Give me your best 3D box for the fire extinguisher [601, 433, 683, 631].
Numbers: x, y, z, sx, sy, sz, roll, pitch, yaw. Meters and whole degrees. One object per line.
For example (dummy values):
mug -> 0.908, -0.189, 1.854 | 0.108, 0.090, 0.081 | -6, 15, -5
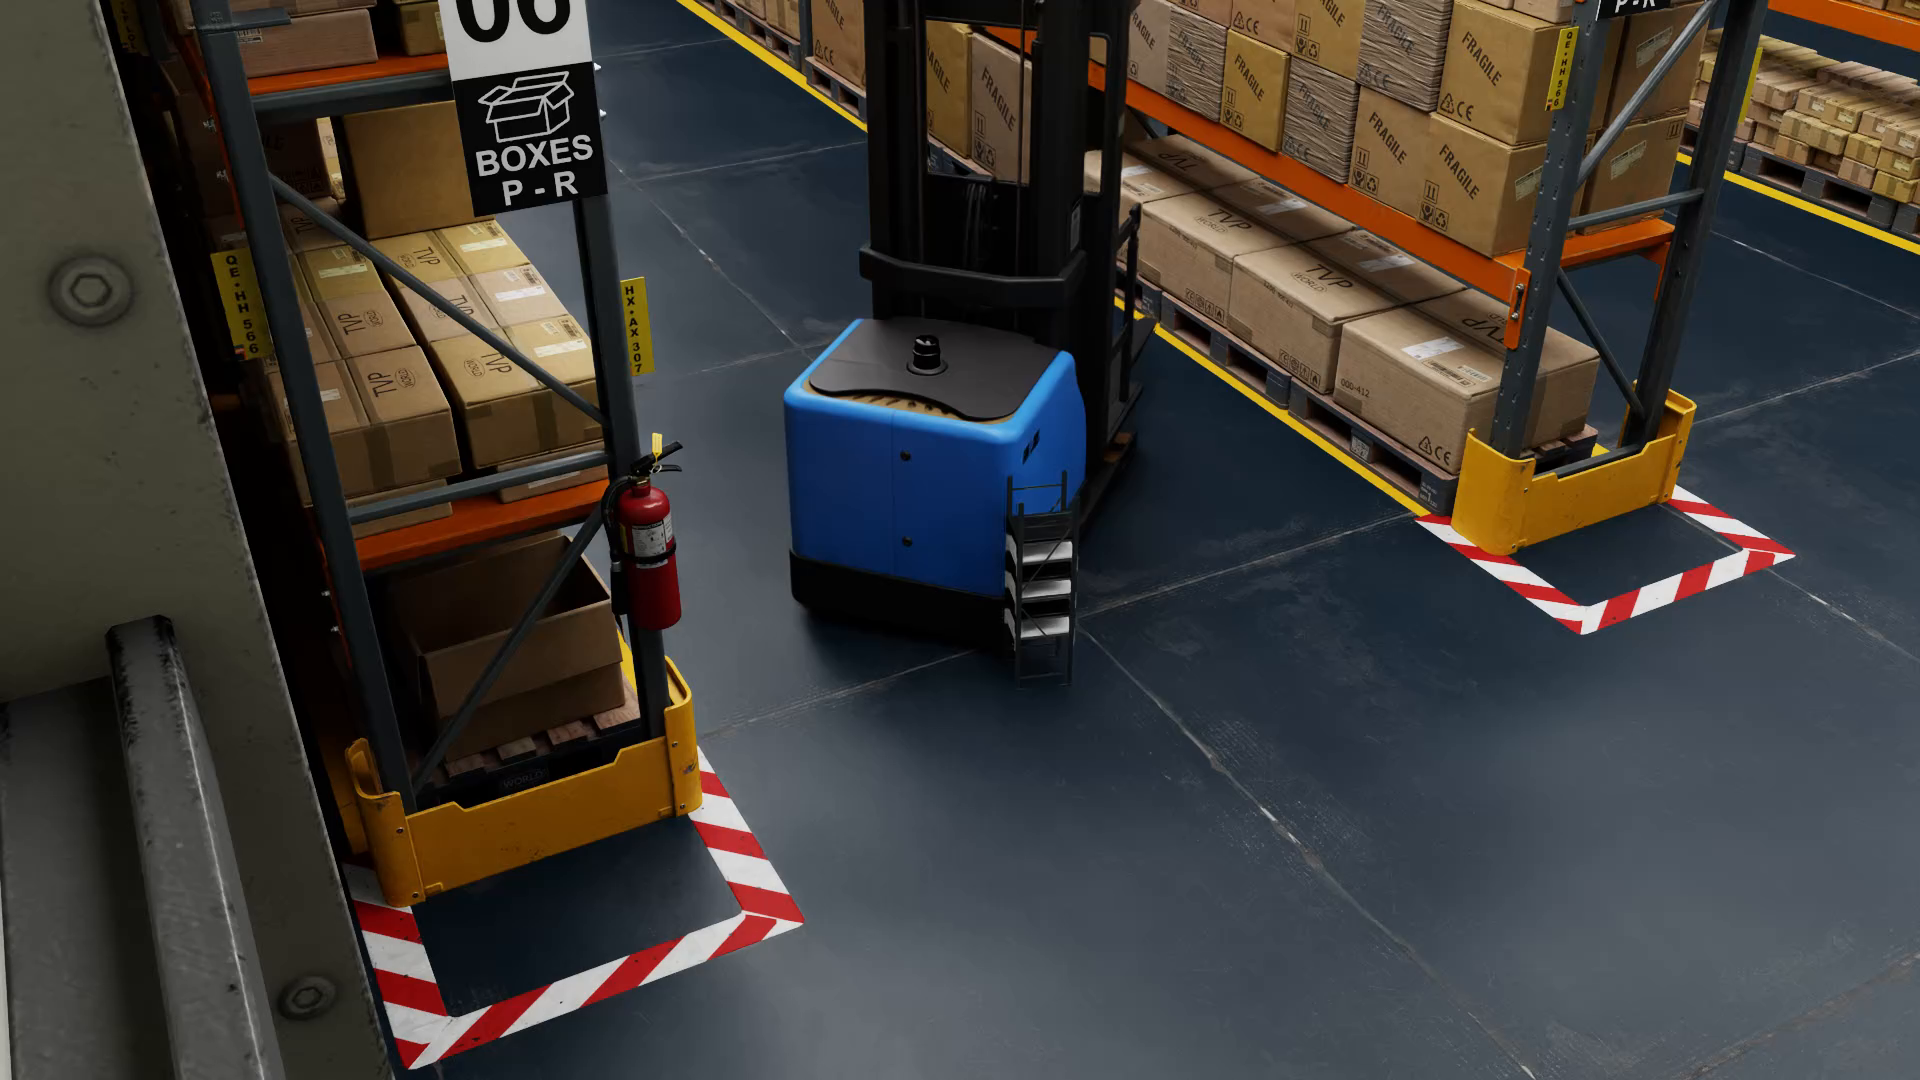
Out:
fire extinguisher -> -1.026, -0.022, 5.441 | 0.296, 0.674, 0.183 | -16, 36, -23

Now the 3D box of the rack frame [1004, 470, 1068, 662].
rack frame -> 0.303, 0.118, 6.751 | 0.240, 0.900, 0.006 | -6, 33, -9

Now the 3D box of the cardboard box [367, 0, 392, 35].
cardboard box -> -1.592, -1.652, 5.020 | 0.380, 0.149, 0.250 | -15, 36, -22

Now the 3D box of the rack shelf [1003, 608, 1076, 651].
rack shelf -> 0.322, 0.352, 6.782 | 0.258, 0.077, 0.200 | -6, 33, -9

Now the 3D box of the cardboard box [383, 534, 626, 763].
cardboard box -> -1.705, 0.393, 6.301 | 0.797, 0.503, 0.637 | -17, 37, -25

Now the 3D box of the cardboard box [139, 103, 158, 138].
cardboard box -> -4.935, -2.669, 10.481 | 0.380, 0.149, 0.250 | -18, 37, -25

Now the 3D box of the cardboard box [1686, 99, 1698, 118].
cardboard box -> 5.362, -3.213, 12.258 | 0.380, 0.149, 0.250 | -15, 35, -22

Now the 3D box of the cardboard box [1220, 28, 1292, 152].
cardboard box -> 1.705, -2.351, 8.566 | 0.500, 0.500, 0.500 | -15, 35, -22

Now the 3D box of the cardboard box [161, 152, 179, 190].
cardboard box -> -4.437, -2.182, 9.722 | 0.380, 0.149, 0.250 | -15, 36, -22

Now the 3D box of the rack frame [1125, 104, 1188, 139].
rack frame -> 1.021, -3.325, 10.179 | 1.000, 3.000, 0.127 | -16, 36, -23

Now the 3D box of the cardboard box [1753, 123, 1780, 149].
cardboard box -> 5.843, -2.879, 11.737 | 0.380, 0.149, 0.250 | -17, 37, -25

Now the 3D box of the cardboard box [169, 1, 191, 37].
cardboard box -> -2.175, -1.644, 5.007 | 0.380, 0.149, 0.250 | -15, 36, -22

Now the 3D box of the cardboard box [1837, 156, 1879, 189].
cardboard box -> 6.120, -2.485, 11.122 | 0.380, 0.149, 0.250 | -15, 36, -22

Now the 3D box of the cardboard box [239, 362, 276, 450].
cardboard box -> -3.270, -0.745, 8.255 | 0.500, 0.311, 0.500 | -15, 35, -21

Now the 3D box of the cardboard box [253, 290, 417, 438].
cardboard box -> -2.192, -0.627, 5.831 | 0.500, 0.250, 0.500 | -16, 36, -23

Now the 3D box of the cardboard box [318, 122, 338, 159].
cardboard box -> -2.669, -1.720, 7.537 | 0.500, 0.250, 0.500 | -16, 36, -23

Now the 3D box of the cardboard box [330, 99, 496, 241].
cardboard box -> -2.177, -1.544, 6.567 | 0.500, 0.500, 0.500 | -15, 36, -22

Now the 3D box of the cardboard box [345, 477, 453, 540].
cardboard box -> -1.896, -0.151, 5.457 | 0.380, 0.149, 0.250 | -16, 36, -24

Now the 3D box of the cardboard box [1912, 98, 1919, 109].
cardboard box -> 6.643, -2.895, 11.209 | 0.380, 0.149, 0.250 | -15, 36, -22

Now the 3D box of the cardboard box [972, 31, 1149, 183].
cardboard box -> 0.661, -2.883, 11.069 | 0.875, 0.875, 0.875 | -15, 35, -22

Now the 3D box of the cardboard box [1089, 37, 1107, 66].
cardboard box -> 1.008, -3.077, 9.700 | 0.500, 0.500, 0.500 | -15, 35, -22

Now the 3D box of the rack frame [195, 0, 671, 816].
rack frame -> -1.504, -0.166, 5.248 | 1.000, 3.000, 0.127 | -16, 36, -23

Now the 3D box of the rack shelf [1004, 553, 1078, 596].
rack shelf -> 0.322, 0.125, 6.636 | 0.258, 0.077, 0.200 | -6, 33, -9

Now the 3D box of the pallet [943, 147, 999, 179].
pallet -> 0.594, -2.500, 11.476 | 1.003, 0.211, 1.213 | -16, 36, -23

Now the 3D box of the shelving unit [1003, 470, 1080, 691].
shelving unit -> 0.322, 0.172, 6.667 | 0.258, 0.900, 0.210 | -6, 33, -9

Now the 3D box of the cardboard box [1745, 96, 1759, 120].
cardboard box -> 5.705, -3.131, 11.855 | 0.380, 0.149, 0.250 | -18, 37, -25

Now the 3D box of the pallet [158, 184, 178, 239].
pallet -> -4.919, -2.444, 11.388 | 1.003, 0.211, 1.213 | -16, 36, -23

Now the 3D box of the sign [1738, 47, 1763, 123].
sign -> 3.379, -1.951, 7.158 | 0.100, 0.325, 0.005 | -16, 36, -23

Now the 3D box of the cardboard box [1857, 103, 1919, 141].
cardboard box -> 6.183, -2.759, 10.997 | 0.380, 0.149, 0.250 | -17, 36, -25

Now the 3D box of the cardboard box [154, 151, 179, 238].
cardboard box -> -4.576, -2.102, 10.198 | 0.500, 0.500, 0.500 | -17, 36, -25

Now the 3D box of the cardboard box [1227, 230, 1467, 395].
cardboard box -> 2.055, -1.238, 8.908 | 0.875, 0.438, 0.875 | -15, 36, -22

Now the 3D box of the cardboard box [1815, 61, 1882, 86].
cardboard box -> 6.285, -3.262, 11.783 | 0.380, 0.149, 0.250 | -18, 37, -25

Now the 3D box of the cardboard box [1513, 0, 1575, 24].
cardboard box -> 2.541, -2.273, 6.916 | 0.380, 0.149, 0.250 | -15, 36, -22

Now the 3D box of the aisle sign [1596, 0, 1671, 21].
aisle sign -> 2.645, -2.398, 6.323 | 0.394, 0.787, 0.004 | -16, 36, -23

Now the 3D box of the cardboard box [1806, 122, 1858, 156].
cardboard box -> 5.966, -2.734, 11.234 | 0.380, 0.149, 0.250 | -15, 36, -23

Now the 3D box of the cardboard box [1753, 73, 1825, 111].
cardboard box -> 5.756, -3.113, 11.550 | 0.380, 0.149, 0.250 | -15, 36, -22

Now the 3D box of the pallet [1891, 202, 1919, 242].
pallet -> 6.835, -1.968, 10.646 | 1.003, 0.211, 1.213 | -16, 36, -23

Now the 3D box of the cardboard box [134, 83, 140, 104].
cardboard box -> -5.285, -2.836, 11.344 | 0.500, 0.500, 0.500 | -15, 35, -21

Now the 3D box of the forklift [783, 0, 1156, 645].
forklift -> 0.252, -1.580, 7.519 | 1.130, 2.935, 3.031 | 11, 34, 17

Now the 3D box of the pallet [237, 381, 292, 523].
pallet -> -3.049, -0.572, 8.468 | 1.003, 0.211, 1.213 | -16, 36, -23

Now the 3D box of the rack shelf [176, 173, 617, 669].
rack shelf -> -2.436, -0.817, 6.932 | 1.077, 0.370, 4.000 | -16, 36, -23

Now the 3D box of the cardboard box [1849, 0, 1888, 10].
cardboard box -> 6.018, -3.562, 10.782 | 0.380, 0.149, 0.250 | -14, 35, -21

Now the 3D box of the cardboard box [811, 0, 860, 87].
cardboard box -> -0.596, -4.166, 13.071 | 0.875, 0.875, 0.875 | -16, 36, -24

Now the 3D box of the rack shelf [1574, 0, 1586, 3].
rack shelf -> 1.953, -3.331, 8.074 | 1.077, 0.370, 4.000 | -16, 36, -23

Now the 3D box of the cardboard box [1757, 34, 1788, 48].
cardboard box -> 5.903, -3.629, 12.355 | 0.380, 0.149, 0.250 | -15, 36, -23

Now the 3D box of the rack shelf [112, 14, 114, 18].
rack shelf -> -6.166, -4.635, 12.891 | 1.077, 0.370, 4.000 | -16, 36, -23

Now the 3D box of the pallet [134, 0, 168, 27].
pallet -> -4.856, -3.597, 10.781 | 1.213, 0.211, 1.003 | -16, 36, -23

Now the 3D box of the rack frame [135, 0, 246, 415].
rack frame -> -3.369, -2.075, 8.227 | 1.000, 3.000, 0.127 | -16, 36, -23

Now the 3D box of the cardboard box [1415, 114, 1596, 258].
cardboard box -> 2.427, -1.622, 7.428 | 0.500, 0.500, 0.500 | -16, 36, -23

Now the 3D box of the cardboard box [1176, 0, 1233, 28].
cardboard box -> 1.487, -3.010, 8.668 | 0.500, 0.500, 0.500 | -15, 36, -22

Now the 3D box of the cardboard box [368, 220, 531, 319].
cardboard box -> -1.952, -0.994, 6.404 | 0.500, 0.250, 0.500 | -17, 36, -24

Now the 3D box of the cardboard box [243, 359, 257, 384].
cardboard box -> -2.561, -0.750, 6.392 | 0.380, 0.149, 0.250 | -16, 36, -23

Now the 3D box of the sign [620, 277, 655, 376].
sign -> -1.024, -0.667, 5.227 | 0.100, 0.325, 0.005 | -16, 36, -23

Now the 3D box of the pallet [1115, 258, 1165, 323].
pallet -> 1.306, -1.768, 10.334 | 1.003, 0.211, 1.213 | -16, 36, -23

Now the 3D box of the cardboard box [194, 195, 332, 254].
cardboard box -> -2.898, -1.348, 6.957 | 0.500, 0.250, 0.500 | -15, 36, -22

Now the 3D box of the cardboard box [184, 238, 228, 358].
cardboard box -> -3.859, -1.359, 9.038 | 0.500, 0.500, 0.500 | -16, 36, -23

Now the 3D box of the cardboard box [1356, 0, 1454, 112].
cardboard box -> 2.181, -2.291, 7.546 | 0.500, 0.500, 0.500 | -16, 36, -23

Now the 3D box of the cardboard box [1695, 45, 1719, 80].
cardboard box -> 5.406, -3.482, 12.126 | 0.380, 0.149, 0.250 | -14, 35, -21
